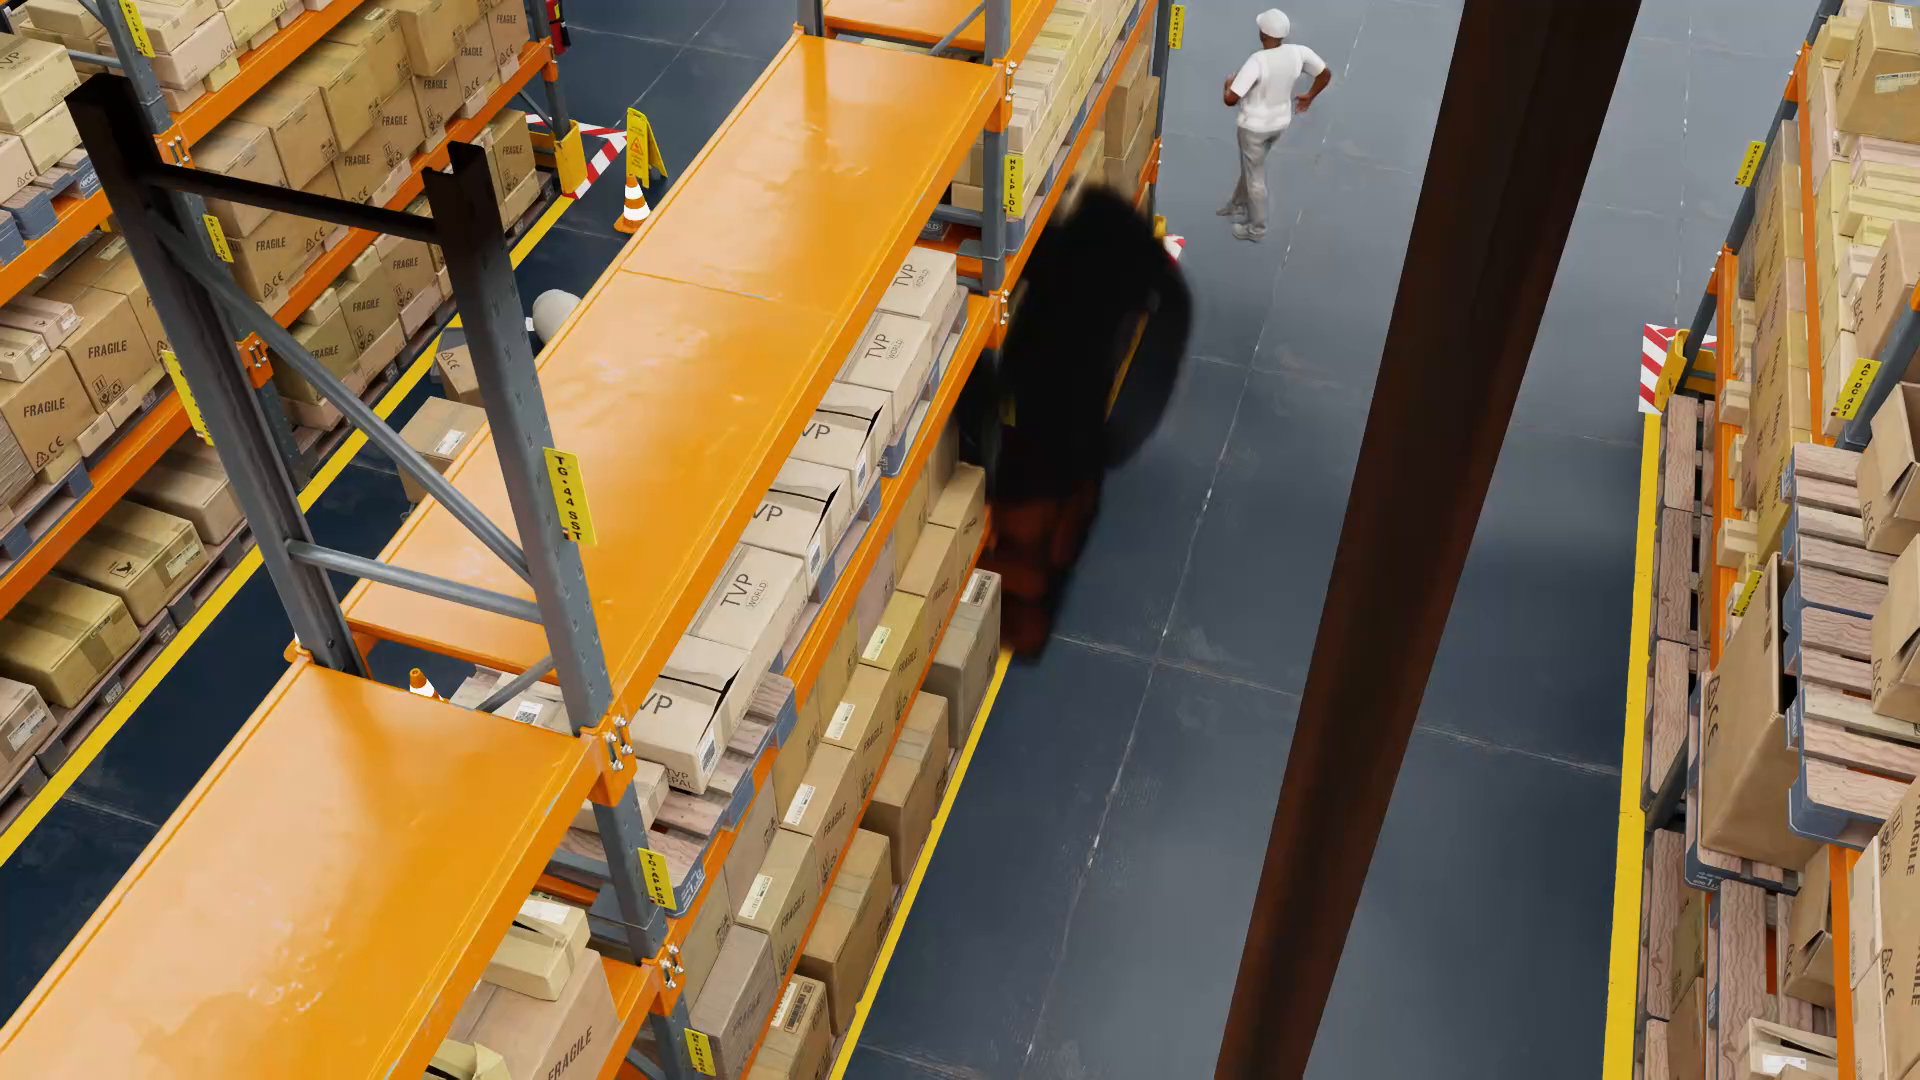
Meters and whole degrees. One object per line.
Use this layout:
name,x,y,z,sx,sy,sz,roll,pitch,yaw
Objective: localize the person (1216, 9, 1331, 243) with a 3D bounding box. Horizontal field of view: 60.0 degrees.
person,2.302,-3.102,12.571,0.806,1.874,0.693,-23,50,-21
